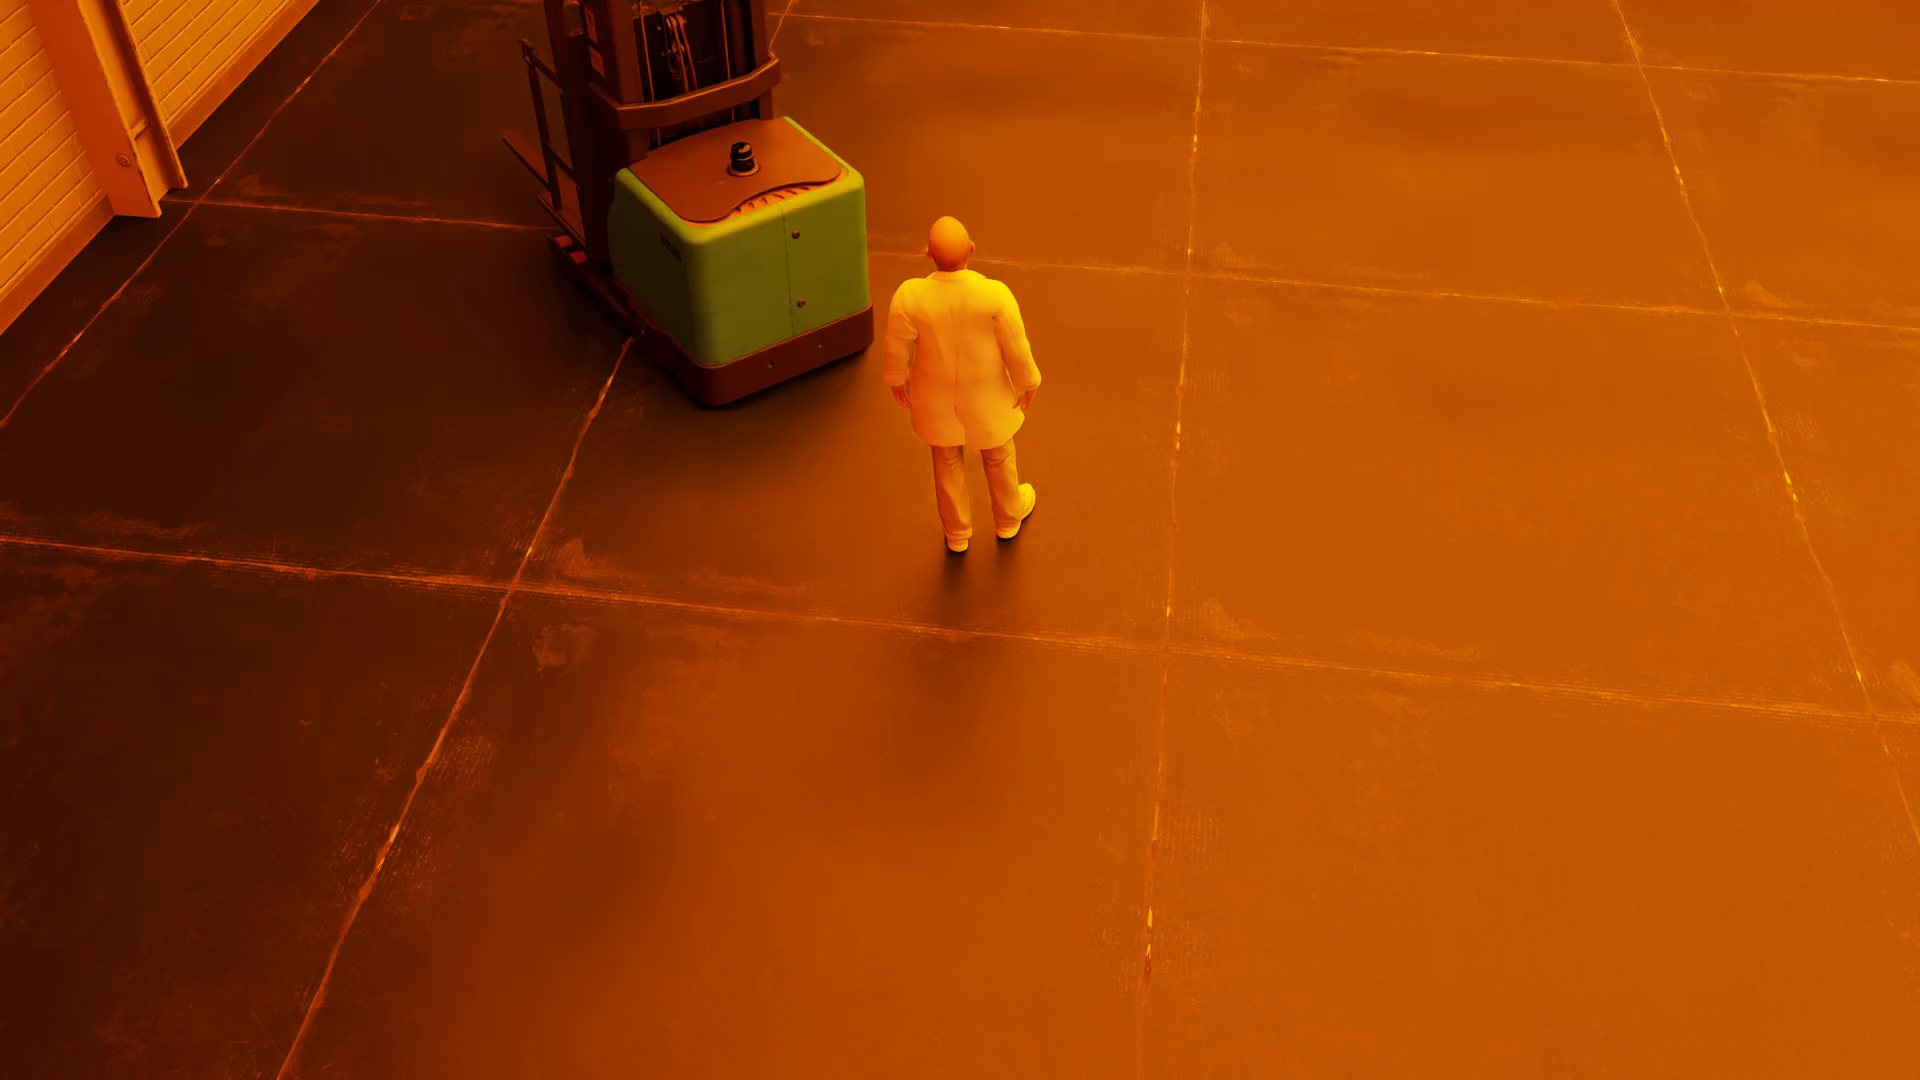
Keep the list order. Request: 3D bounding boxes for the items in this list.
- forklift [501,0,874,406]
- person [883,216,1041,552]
[{"bbox_3d":[-1.713,-2.731,8.698,1.130,2.935,3.031,-25,48,-25],"label":"forklift"},{"bbox_3d":[0.016,-0.647,7.419,0.698,1.576,0.578,5,43,6],"label":"person"}]
